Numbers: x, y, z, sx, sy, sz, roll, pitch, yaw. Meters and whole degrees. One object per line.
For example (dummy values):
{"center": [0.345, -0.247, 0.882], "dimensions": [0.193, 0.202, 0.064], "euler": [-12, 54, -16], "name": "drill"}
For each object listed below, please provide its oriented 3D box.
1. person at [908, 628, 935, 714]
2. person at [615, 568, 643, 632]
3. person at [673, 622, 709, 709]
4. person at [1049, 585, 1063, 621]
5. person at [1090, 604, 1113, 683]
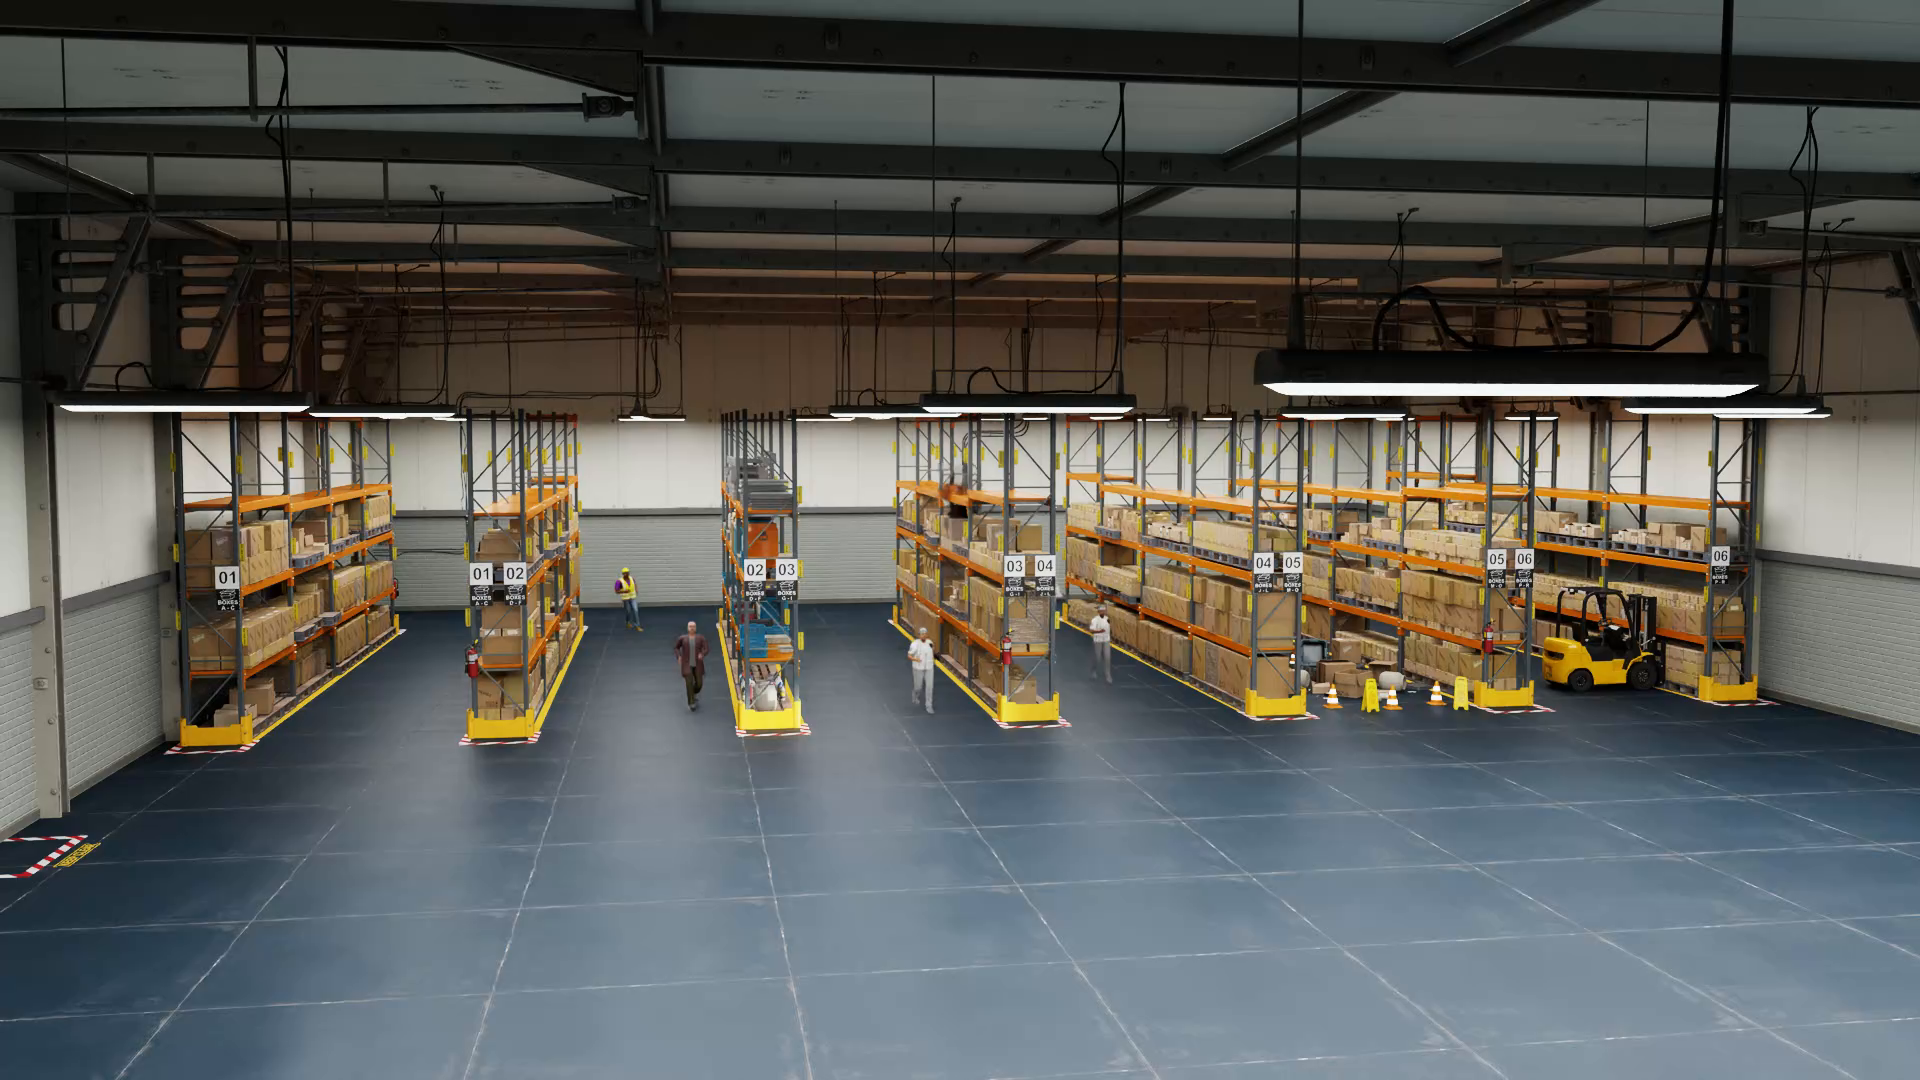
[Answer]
{"center": [-0.749, 2.576, 33.167], "dimensions": [0.612, 1.670, 0.929], "euler": [-1, 4, -16], "name": "person"}
{"center": [-9.241, 1.652, 46.083], "dimensions": [0.716, 1.778, 0.895], "euler": [-3, 5, -33], "name": "person"}
{"center": [-5.415, 2.513, 33.560], "dimensions": [0.715, 1.735, 0.812], "euler": [-1, 4, -12], "name": "person"}
{"center": [2.446, 1.784, 44.500], "dimensions": [0.584, 1.754, 0.775], "euler": [-1, 4, -8], "name": "person"}
{"center": [3.144, 2.271, 36.907], "dimensions": [0.575, 1.691, 0.901], "euler": [-1, 4, -18], "name": "person"}
